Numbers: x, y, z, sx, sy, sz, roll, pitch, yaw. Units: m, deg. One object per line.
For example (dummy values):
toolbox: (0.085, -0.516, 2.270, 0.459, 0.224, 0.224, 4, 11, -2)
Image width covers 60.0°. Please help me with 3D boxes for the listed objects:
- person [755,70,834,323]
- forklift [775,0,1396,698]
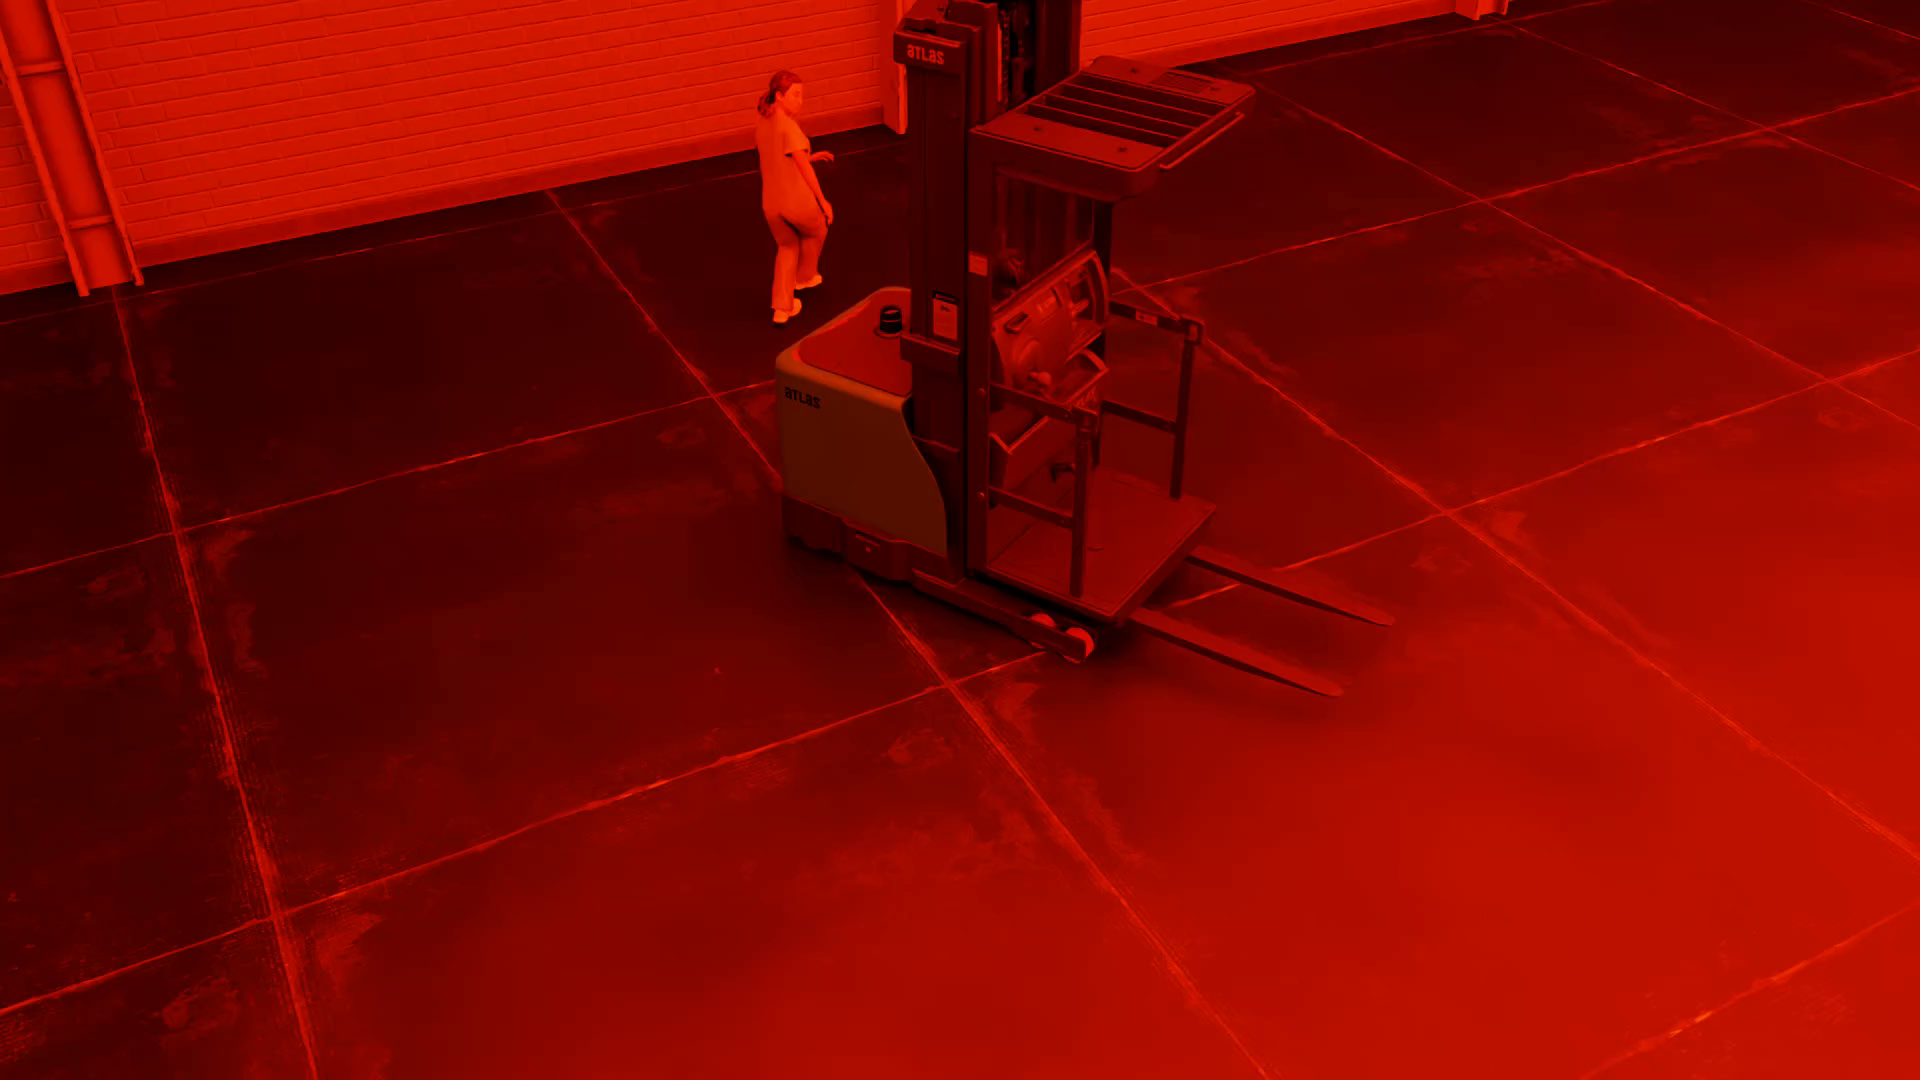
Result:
person: (-0.947, -2.143, 10.385, 0.686, 1.538, 0.767, 18, 39, 24)
forklift: (0.591, -0.969, 7.494, 3.031, 2.935, 1.130, 21, 40, 27)
